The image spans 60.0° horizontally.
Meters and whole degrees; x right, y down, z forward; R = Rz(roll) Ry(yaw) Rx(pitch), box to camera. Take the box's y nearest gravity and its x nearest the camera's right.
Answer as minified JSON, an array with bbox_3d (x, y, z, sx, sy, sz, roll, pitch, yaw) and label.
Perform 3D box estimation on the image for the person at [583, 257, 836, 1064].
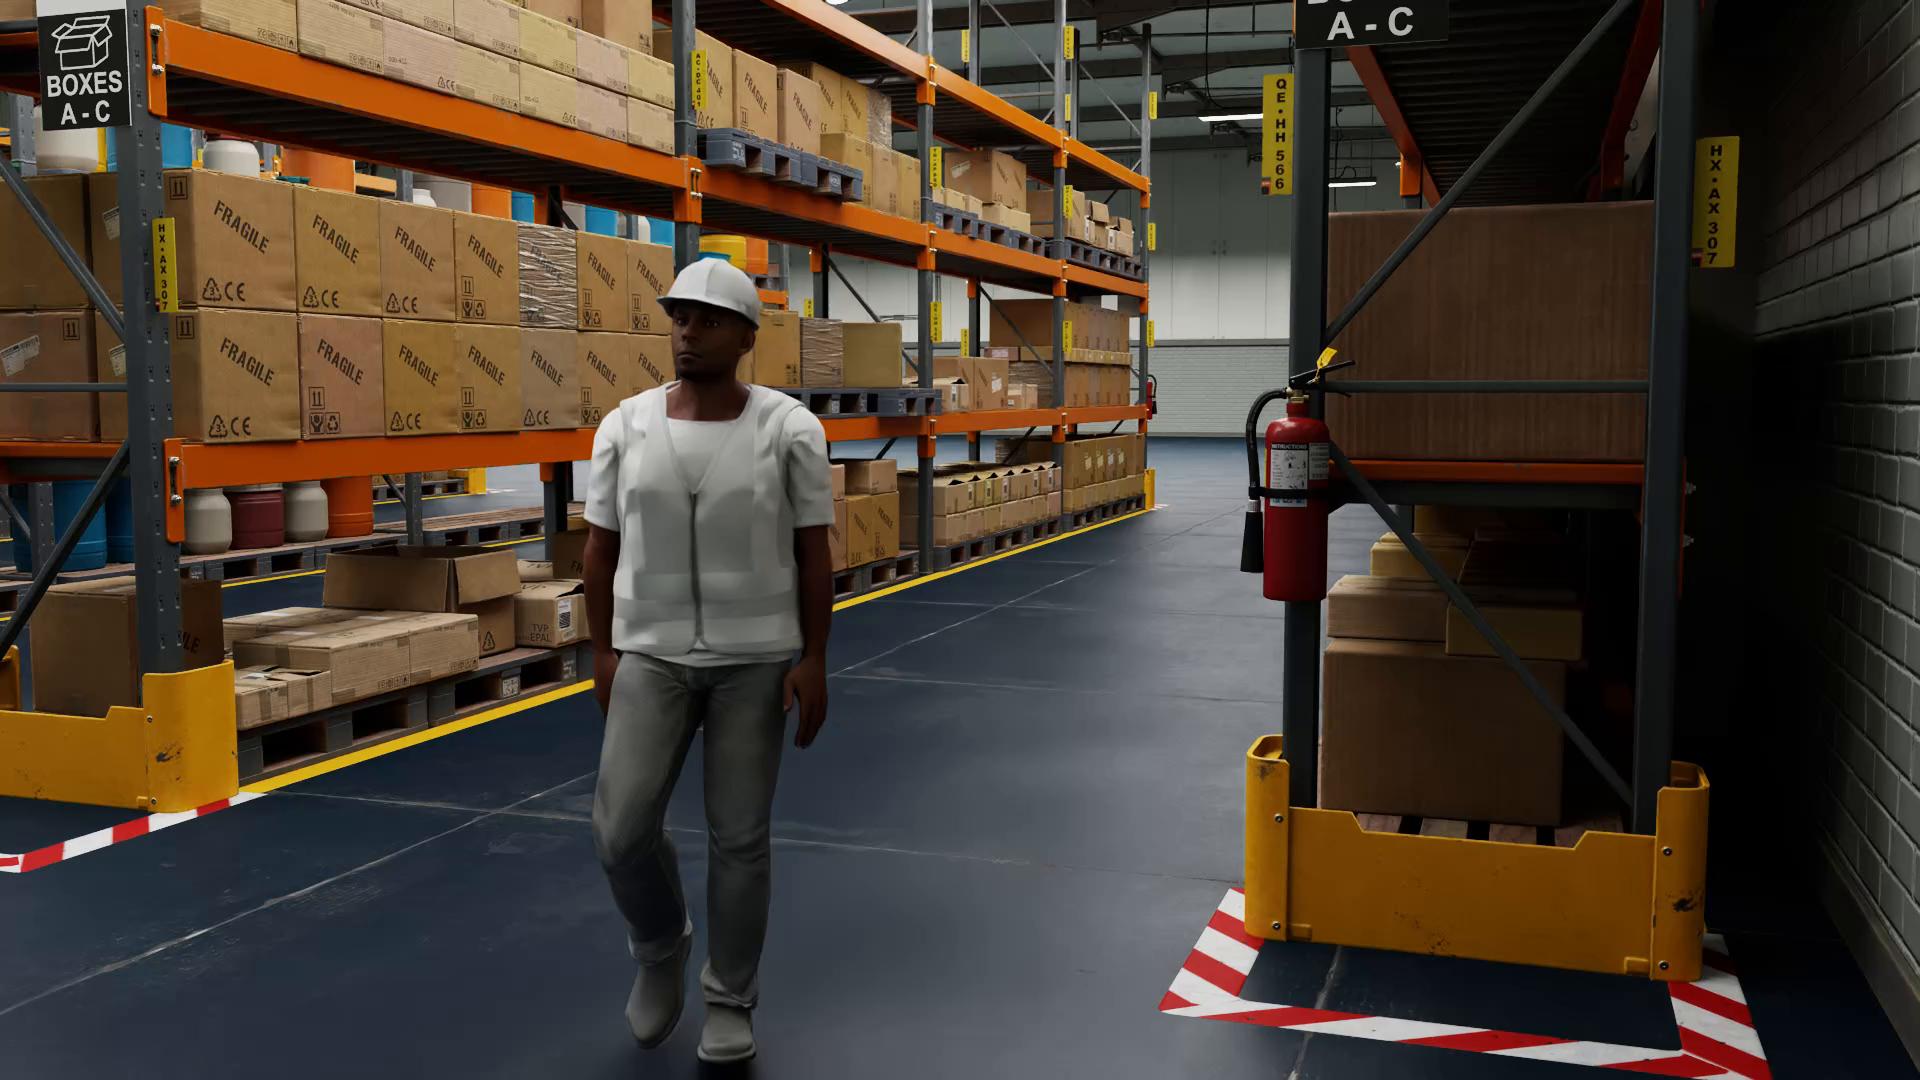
[{"bbox_3d":[-0.560,0.273,3.659,0.570,1.768,0.462,0,5,-1],"label":"person"}]
